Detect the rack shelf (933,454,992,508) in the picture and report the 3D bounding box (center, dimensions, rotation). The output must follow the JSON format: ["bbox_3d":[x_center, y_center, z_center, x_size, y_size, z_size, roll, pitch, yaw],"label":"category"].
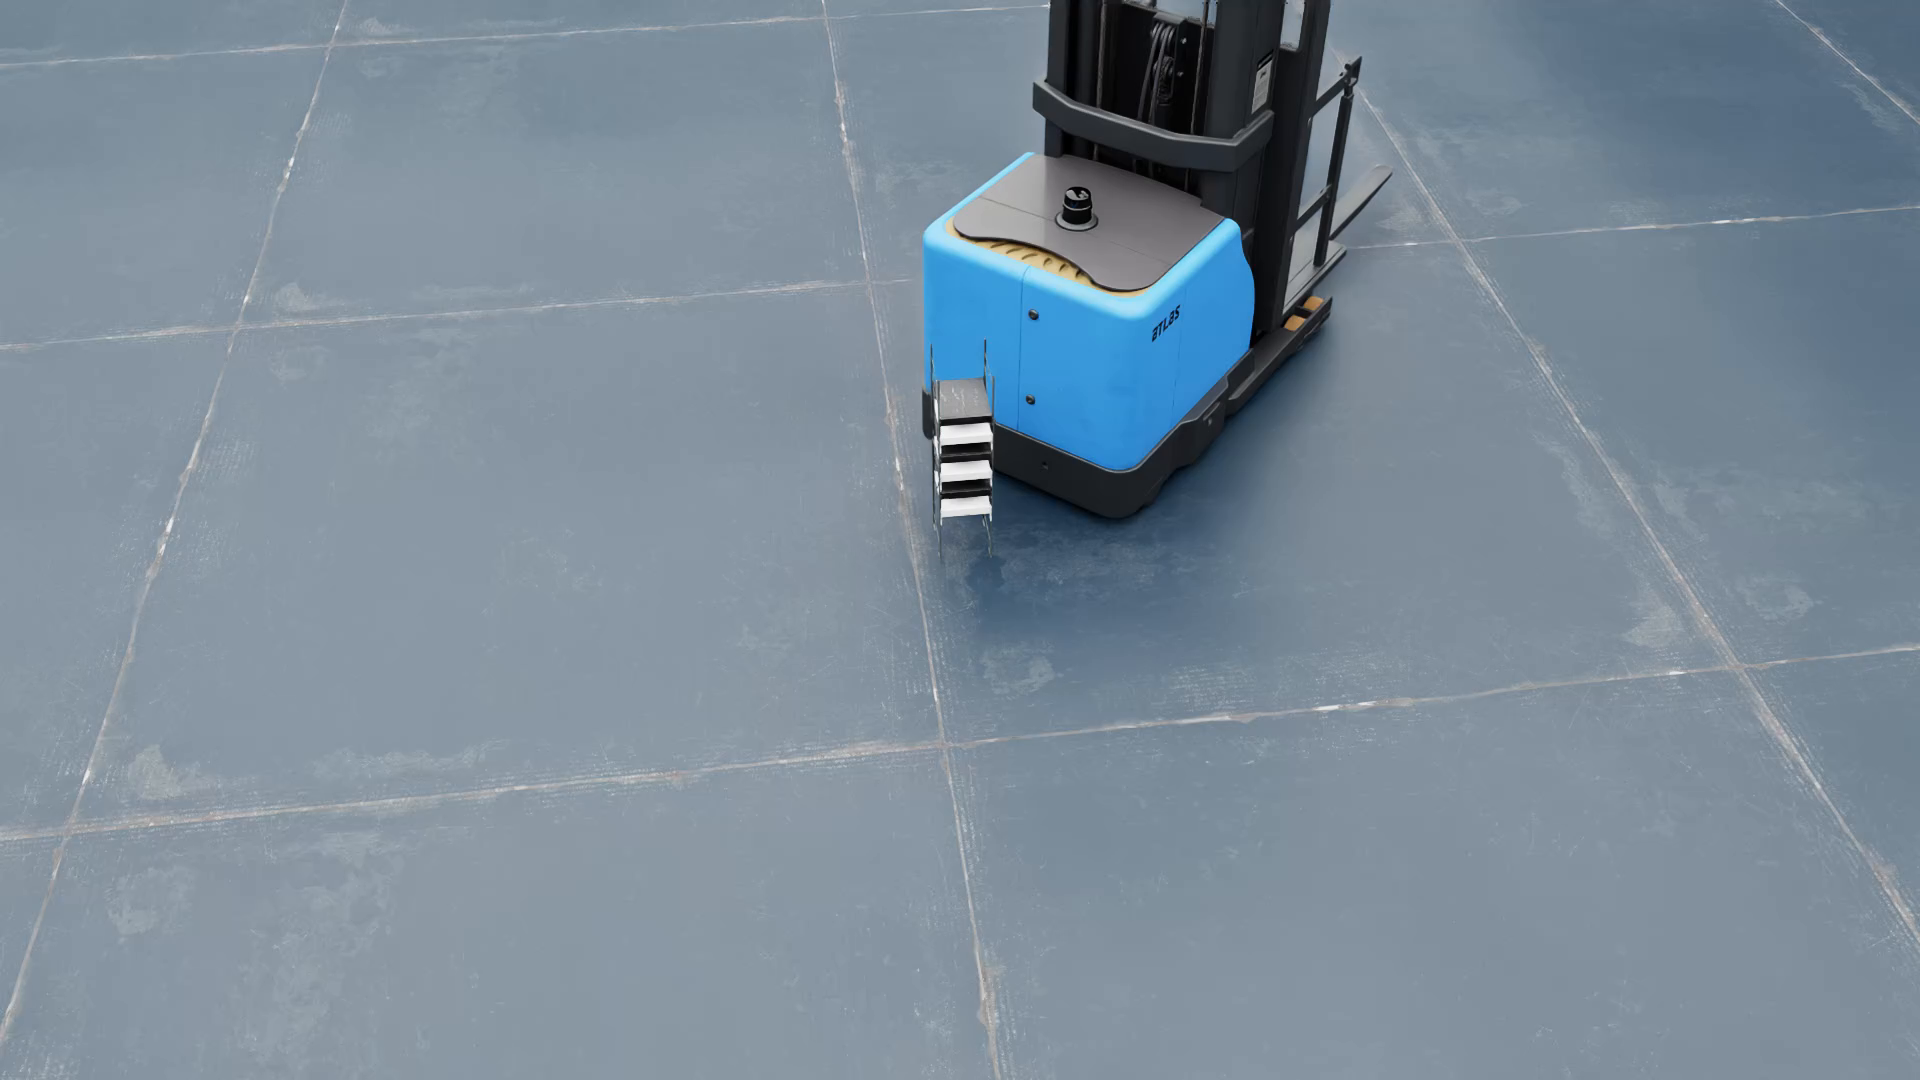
[{"bbox_3d":[0.008,-0.243,6.532,0.200,0.077,0.258,-5,42,-6],"label":"rack shelf"}]

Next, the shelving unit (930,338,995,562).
[{"bbox_3d":[0.008,-0.335,6.449,0.210,0.900,0.258,-5,42,-6],"label":"shelving unit"}]

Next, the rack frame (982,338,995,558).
[{"bbox_3d":[0.109,-0.344,6.459,0.006,0.900,0.240,-5,42,-6],"label":"rack frame"}]

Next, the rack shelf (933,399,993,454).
[{"bbox_3d":[0.008,-0.444,6.351,0.200,0.077,0.258,-5,42,-6],"label":"rack shelf"}]

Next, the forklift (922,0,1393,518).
[{"bbox_3d":[1.089,-2.129,6.922,1.130,2.935,3.031,25,48,25],"label":"forklift"}]

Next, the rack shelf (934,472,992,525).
[{"bbox_3d":[0.008,-0.176,6.592,0.200,0.077,0.258,-5,42,-6],"label":"rack shelf"}]

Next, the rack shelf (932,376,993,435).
[{"bbox_3d":[0.008,-0.511,6.291,0.200,0.077,0.258,-5,42,-6],"label":"rack shelf"}]

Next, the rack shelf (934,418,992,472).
[{"bbox_3d":[0.008,-0.377,6.411,0.200,0.077,0.258,-5,42,-6],"label":"rack shelf"}]

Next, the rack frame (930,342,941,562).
[{"bbox_3d":[-0.093,-0.326,6.440,0.006,0.900,0.240,-5,42,-6],"label":"rack frame"}]

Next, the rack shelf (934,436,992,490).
[{"bbox_3d":[0.008,-0.310,6.472,0.200,0.077,0.258,-5,42,-6],"label":"rack shelf"}]
